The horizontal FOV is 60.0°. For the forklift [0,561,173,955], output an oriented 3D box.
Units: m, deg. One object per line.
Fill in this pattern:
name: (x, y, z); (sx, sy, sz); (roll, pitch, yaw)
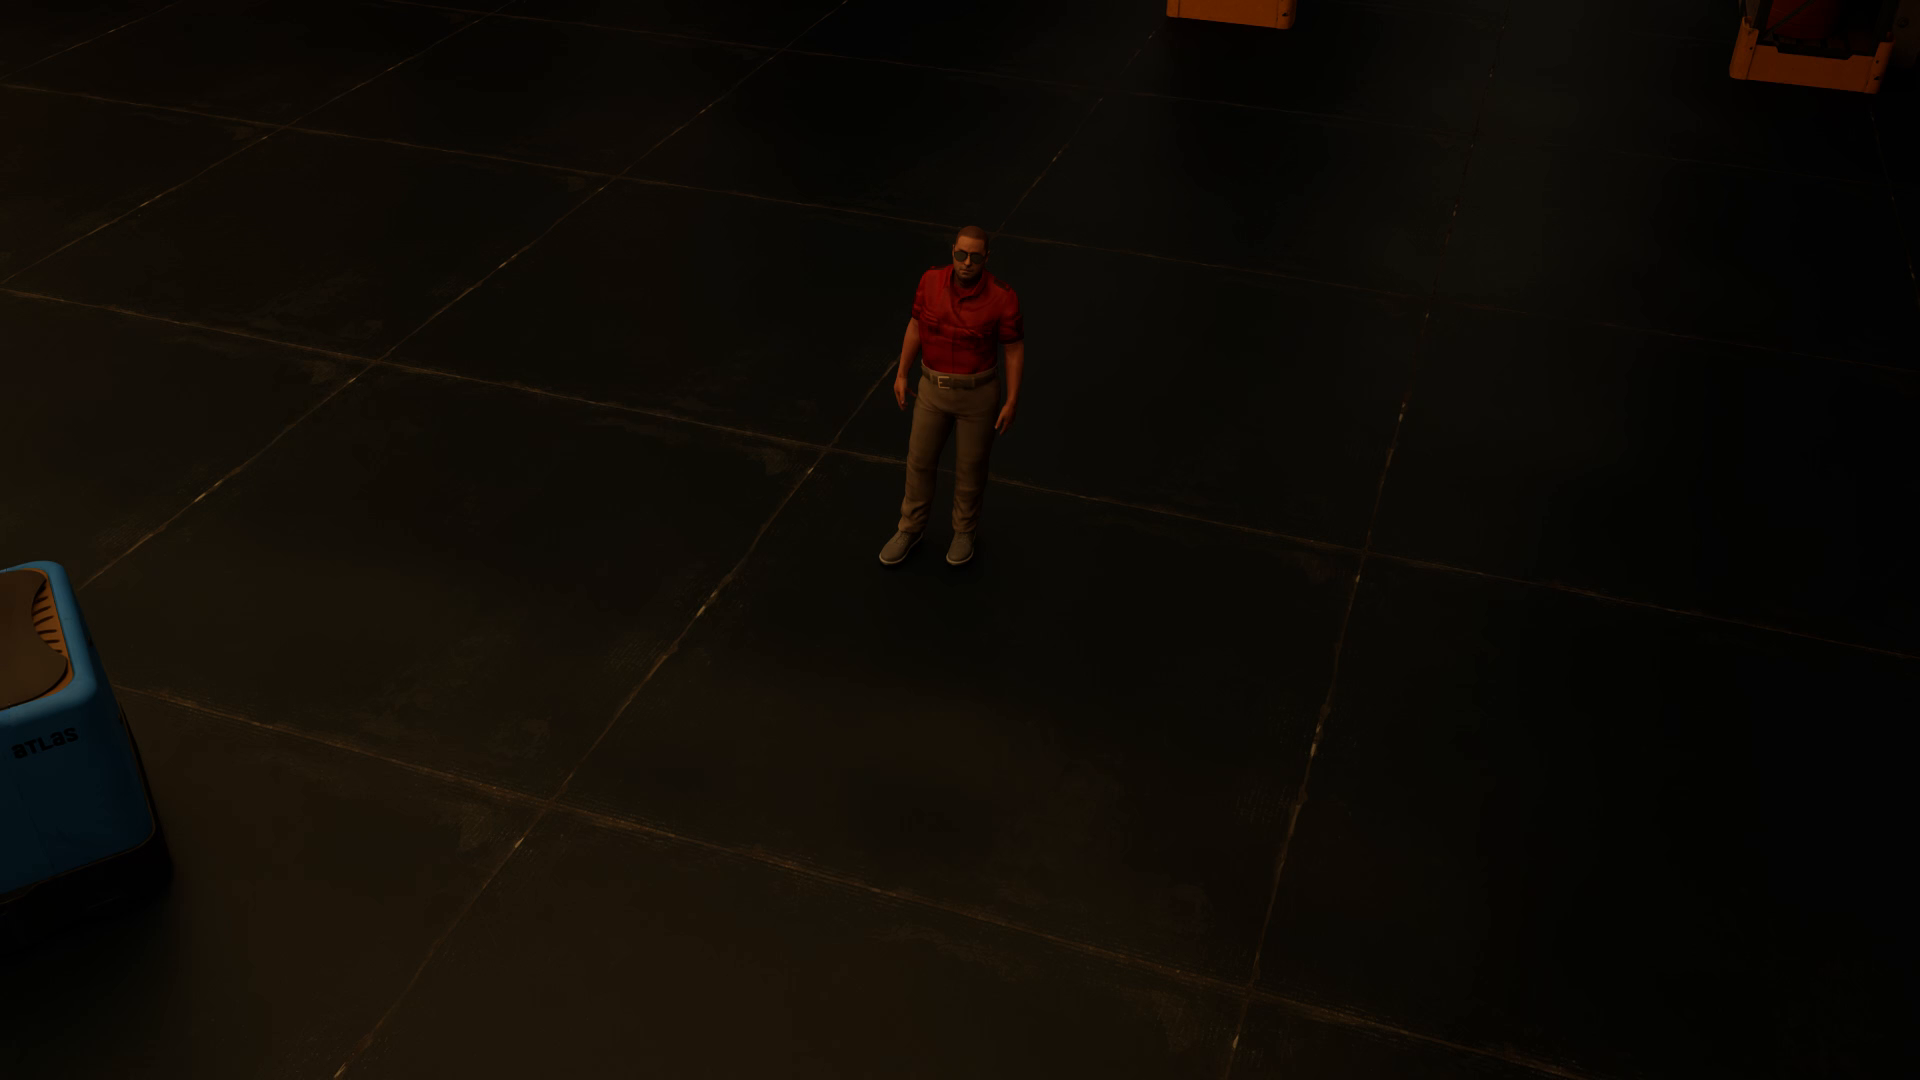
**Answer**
forklift: (-4.673, 0.419, 5.519); (3.031, 2.935, 1.130); (-19, 40, -25)

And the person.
person: (-0.041, -0.665, 8.074); (0.641, 1.728, 0.550); (12, 37, 16)
